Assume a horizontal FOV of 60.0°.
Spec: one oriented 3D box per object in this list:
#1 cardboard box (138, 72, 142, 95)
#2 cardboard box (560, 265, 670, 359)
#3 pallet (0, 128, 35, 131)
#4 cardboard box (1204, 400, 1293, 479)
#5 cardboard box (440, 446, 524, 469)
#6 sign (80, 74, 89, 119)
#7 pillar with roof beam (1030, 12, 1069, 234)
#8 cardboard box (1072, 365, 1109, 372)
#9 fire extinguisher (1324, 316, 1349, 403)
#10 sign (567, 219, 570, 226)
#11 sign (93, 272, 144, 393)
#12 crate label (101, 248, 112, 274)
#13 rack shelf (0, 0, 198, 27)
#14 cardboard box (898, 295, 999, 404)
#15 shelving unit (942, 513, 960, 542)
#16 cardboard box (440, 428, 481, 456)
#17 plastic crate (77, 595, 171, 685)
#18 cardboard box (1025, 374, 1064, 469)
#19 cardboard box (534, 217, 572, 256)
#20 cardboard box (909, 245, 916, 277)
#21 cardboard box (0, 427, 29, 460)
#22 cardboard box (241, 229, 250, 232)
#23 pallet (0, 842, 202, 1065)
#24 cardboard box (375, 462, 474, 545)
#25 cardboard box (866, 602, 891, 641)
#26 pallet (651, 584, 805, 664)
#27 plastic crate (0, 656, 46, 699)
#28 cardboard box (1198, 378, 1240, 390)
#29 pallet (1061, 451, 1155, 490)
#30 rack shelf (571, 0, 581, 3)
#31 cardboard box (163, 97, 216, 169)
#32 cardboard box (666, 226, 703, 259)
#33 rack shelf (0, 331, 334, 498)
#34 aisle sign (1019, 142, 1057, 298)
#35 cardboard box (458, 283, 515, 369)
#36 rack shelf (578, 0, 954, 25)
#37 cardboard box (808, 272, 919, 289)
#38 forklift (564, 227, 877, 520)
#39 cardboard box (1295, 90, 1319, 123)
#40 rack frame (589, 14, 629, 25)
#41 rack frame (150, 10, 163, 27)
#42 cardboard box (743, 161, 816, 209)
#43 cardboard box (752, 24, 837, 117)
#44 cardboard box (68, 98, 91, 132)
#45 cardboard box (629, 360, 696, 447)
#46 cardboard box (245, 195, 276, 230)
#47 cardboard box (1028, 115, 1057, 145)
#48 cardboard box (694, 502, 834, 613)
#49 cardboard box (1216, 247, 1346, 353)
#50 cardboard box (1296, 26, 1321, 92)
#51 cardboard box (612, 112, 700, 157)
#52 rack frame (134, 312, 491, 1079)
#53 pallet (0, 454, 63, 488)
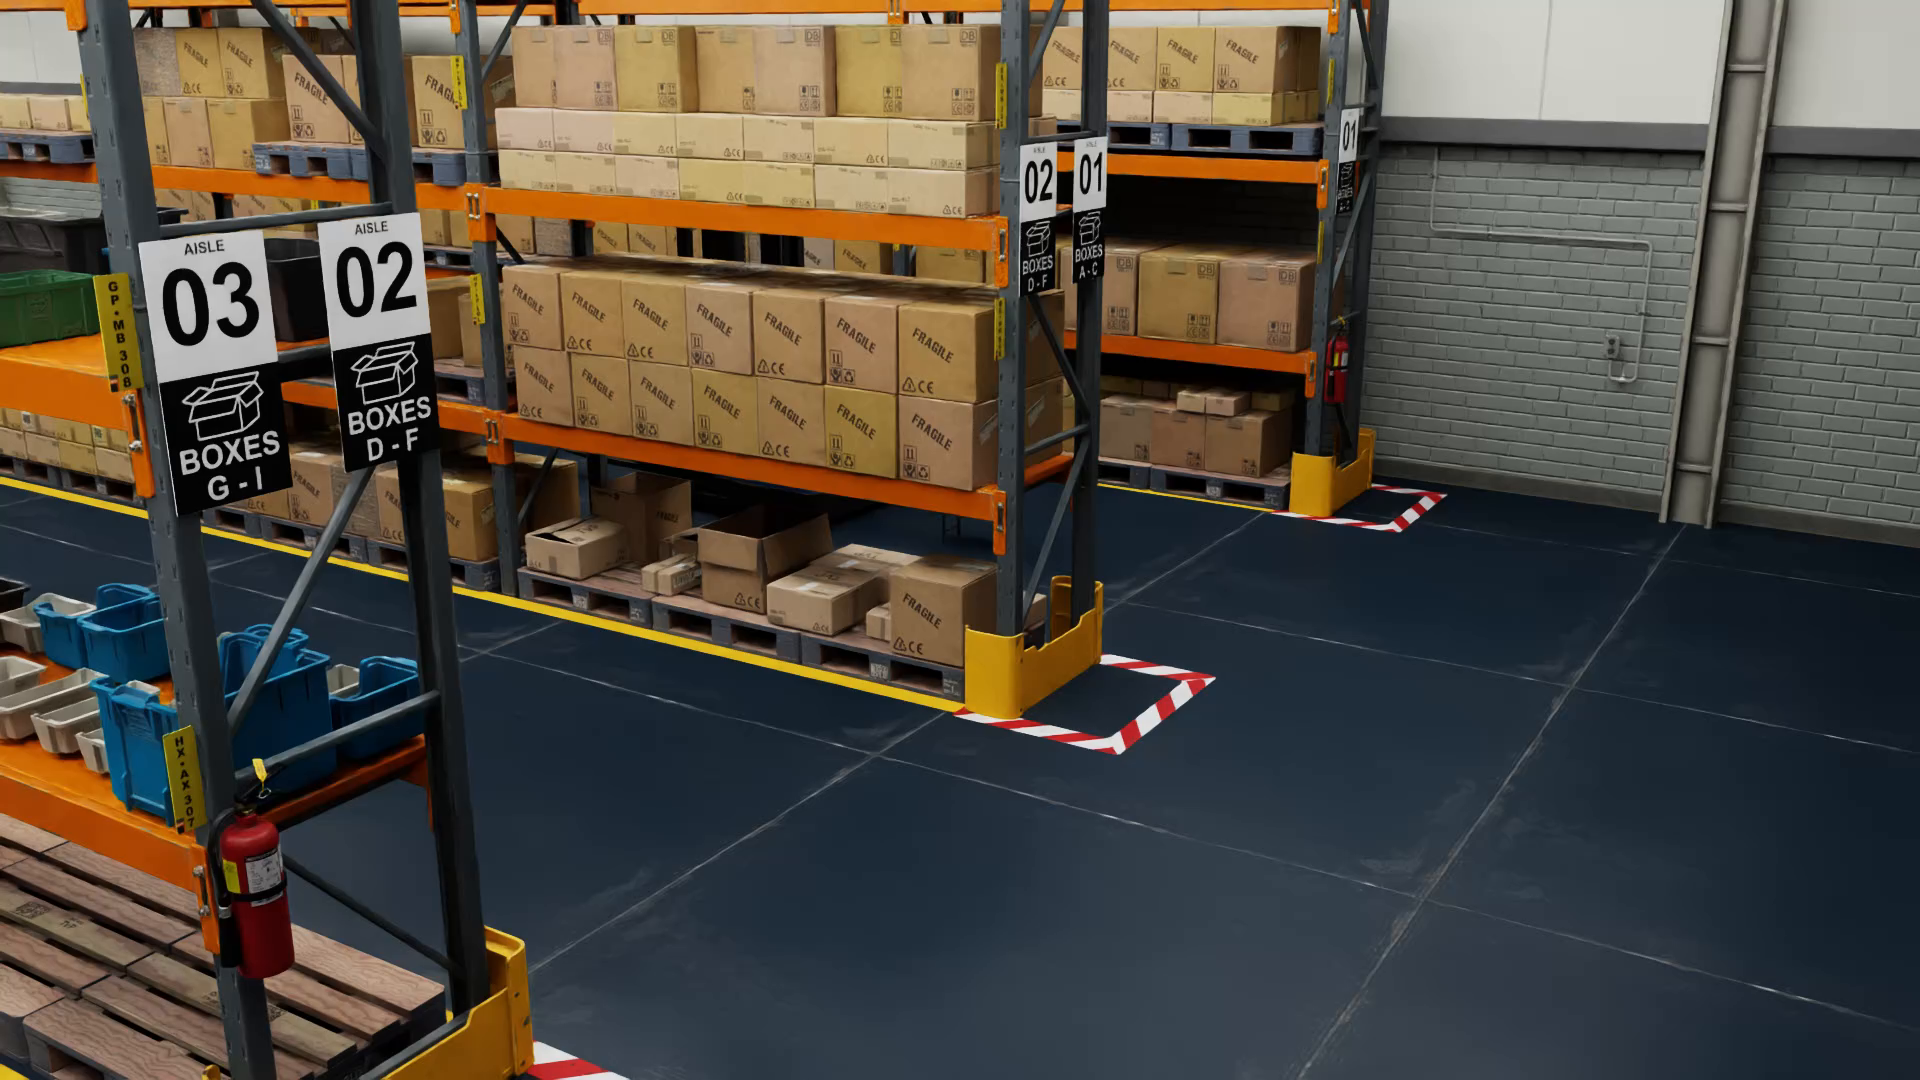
[{"bbox_3d":[-9.931,-5.509,20.489,0.500,0.500,0.500,12,20,34],"label":"cardboard box"},{"bbox_3d":[-2.194,-1.474,10.679,0.500,0.500,0.500,9,19,28],"label":"cardboard box"},{"bbox_3d":[-7.876,-3.371,13.981,1.213,0.211,1.003,11,20,33],"label":"pallet"},{"bbox_3d":[2.461,-0.873,14.171,0.500,0.500,0.700,10,20,30],"label":"cardboard box"},{"bbox_3d":[-3.633,-0.394,12.560,0.500,0.500,0.500,10,20,31],"label":"cardboard box"},{"bbox_3d":[-6.594,-3.360,12.594,0.005,0.325,0.100,10,20,30],"label":"sign"},{"bbox_3d":[-1.503,-4.306,11.576,0.400,9.000,9.100,10,20,30],"label":"pillar with roof beam"},{"bbox_3d":[1.155,-1.484,15.066,0.250,0.149,0.380,10,20,31],"label":"cardboard box"},{"bbox_3d":[2.997,-1.433,13.214,0.183,0.674,0.296,10,20,30],"label":"fire extinguisher"},{"bbox_3d":[-3.983,-3.383,17.002,0.005,0.325,0.100,10,20,30],"label":"sign"},{"bbox_3d":[-2.349,-0.579,4.645,0.005,0.325,0.100,10,20,30],"label":"sign"},{"bbox_3d":[-2.692,-0.917,5.833,0.502,0.251,0.408,10,20,30],"label":"crate label"},{"bbox_3d":[-8.001,-4.415,13.857,4.000,0.370,1.077,10,20,30],"label":"rack shelf"},{"bbox_3d":[-0.003,-1.084,9.398,0.500,0.500,0.500,10,20,30],"label":"cardboard box"},{"bbox_3d":[0.141,-0.549,12.624,0.503,1.200,0.258,10,20,30],"label":"shelving unit"},{"bbox_3d":[-4.025,-0.826,12.694,0.500,0.250,0.500,10,20,30],"label":"cardboard box"},{"bbox_3d":[-3.235,0.400,6.589,0.300,0.233,0.416,10,20,30],"label":"plastic crate"},{"bbox_3d":[0.280,-0.739,9.982,0.500,0.500,0.500,11,20,31],"label":"cardboard box"},{"bbox_3d":[-4.113,-3.330,17.755,0.500,0.500,0.700,8,18,24],"label":"cardboard box"},{"bbox_3d":[-0.559,-2.727,15.978,0.500,0.500,0.500,9,19,28],"label":"cardboard box"},{"bbox_3d":[-8.180,-0.913,14.733,0.500,0.250,0.500,11,20,31],"label":"cardboard box"},{"bbox_3d":[-8.535,-3.697,20.113,0.500,0.250,0.500,10,20,30],"label":"cardboard box"},{"bbox_3d":[-3.793,1.681,6.984,1.213,0.211,1.003,10,20,30],"label":"pallet"},{"bbox_3d":[-3.875,-0.263,12.129,0.500,0.500,0.500,10,20,30],"label":"cardboard box"},{"bbox_3d":[-0.370,0.481,10.255,0.250,0.166,0.380,10,20,30],"label":"cardboard box"},{"bbox_3d":[-1.260,0.457,11.013,1.213,0.211,1.003,10,20,30],"label":"pallet"},{"bbox_3d":[-3.616,0.561,6.222,0.250,0.136,0.298,10,20,30],"label":"plastic crate"},{"bbox_3d":[2.240,-1.290,14.430,0.250,0.149,0.380,10,20,30],"label":"cardboard box"},{"bbox_3d":[1.352,-0.740,14.954,1.213,0.211,1.003,10,20,30],"label":"pallet"},{"bbox_3d":[-1.184,-3.387,9.794,4.000,0.370,1.077,10,20,30],"label":"rack shelf"},{"bbox_3d":[-5.473,-3.123,12.668,0.500,0.500,0.910,10,20,30],"label":"cardboard box"},{"bbox_3d":[-2.564,-2.908,16.574,0.500,0.500,0.500,10,20,30],"label":"cardboard box"},{"bbox_3d":[-3.779,-0.728,6.192,4.000,0.370,1.077,10,20,30],"label":"rack shelf"},{"bbox_3d":[0.418,-1.716,8.897,0.004,0.787,0.394,10,20,30],"label":"aisle sign"},{"bbox_3d":[-3.175,-1.543,11.906,0.500,0.500,0.700,4,17,12],"label":"cardboard box"},{"bbox_3d":[-2.003,-5.034,15.895,4.000,0.370,1.077,10,20,30],"label":"rack shelf"},{"bbox_3d":[-0.593,-1.373,10.347,0.500,0.500,0.500,10,20,31],"label":"cardboard box"},{"bbox_3d":[-2.087,-1.822,13.837,3.031,2.935,1.130,11,20,33],"label":"forklift"},{"bbox_3d":[2.616,-3.570,13.676,0.500,0.250,0.500,11,20,33],"label":"cardboard box"},{"bbox_3d":[-3.707,-5.873,16.734,0.127,3.000,1.000,10,20,30],"label":"rack frame"},{"bbox_3d":[-10.524,-7.090,20.740,0.127,3.000,1.000,10,20,30],"label":"rack frame"},{"bbox_3d":[-0.909,-2.086,9.686,0.500,0.250,0.500,10,20,30],"label":"cardboard box"},{"bbox_3d":[-0.790,-2.741,9.690,0.500,0.500,0.700,10,20,30],"label":"cardboard box"},{"bbox_3d":[-6.713,-3.395,13.271,0.500,0.250,0.500,9,19,26],"label":"cardboard box"},{"bbox_3d":[-1.733,-0.916,10.564,0.500,0.500,0.500,10,20,30],"label":"cardboard box"},{"bbox_3d":[-8.109,-3.978,19.749,0.500,0.500,0.500,10,20,30],"label":"cardboard box"},{"bbox_3d":[0.219,-2.304,9.542,0.500,0.250,0.500,10,20,30],"label":"cardboard box"},{"bbox_3d":[-1.284,0.101,10.924,0.637,0.503,0.797,10,20,30],"label":"cardboard box"},{"bbox_3d":[2.670,-2.005,13.804,0.700,0.700,0.980,11,20,33],"label":"cardboard box"},{"bbox_3d":[2.614,-3.928,13.564,0.500,0.500,0.500,9,19,28],"label":"cardboard box"},{"bbox_3d":[-1.757,-2.480,10.120,0.500,0.250,0.500,10,20,30],"label":"cardboard box"},{"bbox_3d":[-2.075,0.668,5.522,0.127,3.000,1.000,10,20,30],"label":"rack frame"},{"bbox_3d":[-8.013,-0.762,15.026,1.213,0.211,1.003,10,20,30],"label":"pallet"}]
